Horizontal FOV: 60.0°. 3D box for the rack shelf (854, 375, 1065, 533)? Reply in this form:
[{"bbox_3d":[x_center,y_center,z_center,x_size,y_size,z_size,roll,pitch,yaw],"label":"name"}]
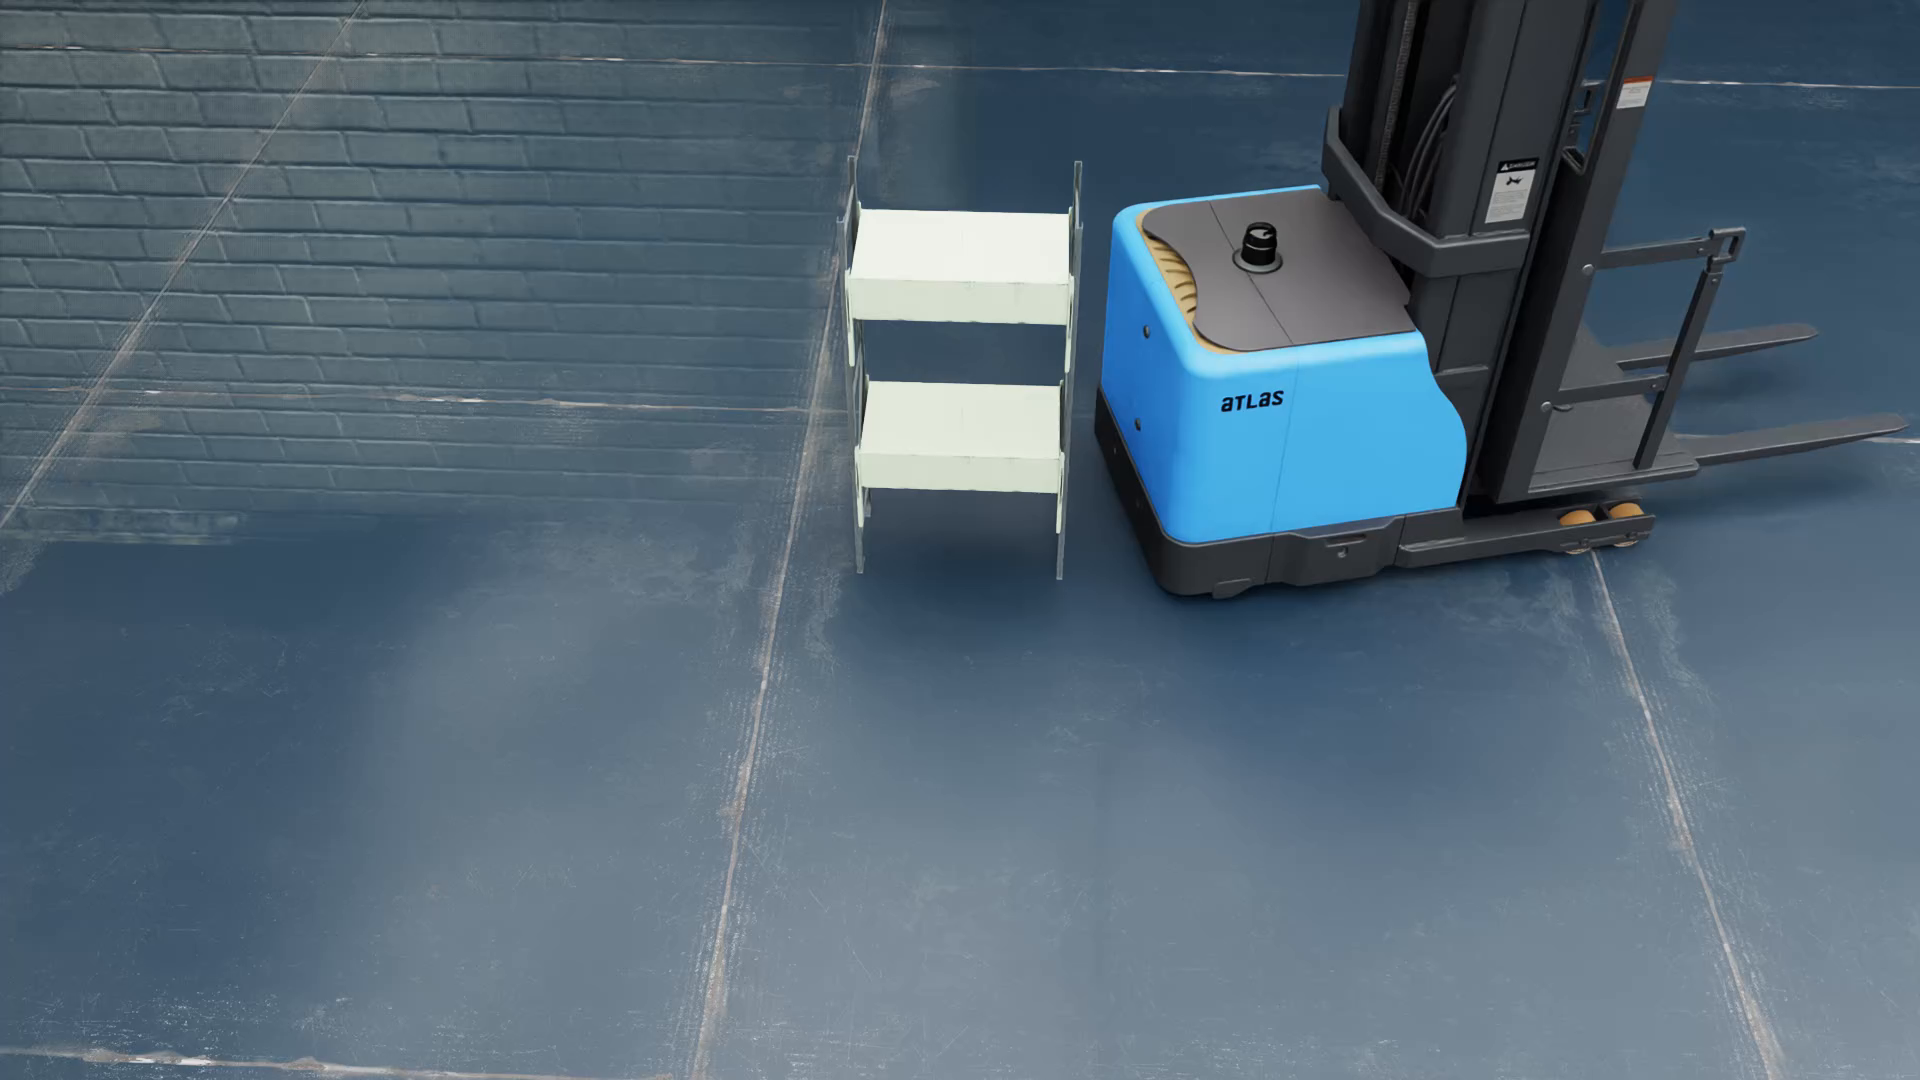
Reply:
[{"bbox_3d":[0.007,-0.310,5.961,0.720,0.370,0.431,2,43,2],"label":"rack shelf"}]

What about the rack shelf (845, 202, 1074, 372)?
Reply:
[{"bbox_3d":[0.007,-0.834,5.473,0.720,0.370,0.431,2,43,2],"label":"rack shelf"}]

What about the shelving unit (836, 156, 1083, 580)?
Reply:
[{"bbox_3d":[0.007,-0.549,5.739,0.755,1.500,0.431,2,43,2],"label":"shelving unit"}]

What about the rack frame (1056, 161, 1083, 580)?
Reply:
[{"bbox_3d":[0.372,-0.537,5.727,0.023,1.500,0.400,2,43,2],"label":"rack frame"}]

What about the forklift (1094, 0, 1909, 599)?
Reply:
[{"bbox_3d":[2.103,-1.367,5.567,3.031,2.935,1.130,-8,44,-8],"label":"forklift"}]

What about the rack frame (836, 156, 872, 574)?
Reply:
[{"bbox_3d":[-0.359,-0.560,5.751,0.023,1.500,0.400,2,43,2],"label":"rack frame"}]
